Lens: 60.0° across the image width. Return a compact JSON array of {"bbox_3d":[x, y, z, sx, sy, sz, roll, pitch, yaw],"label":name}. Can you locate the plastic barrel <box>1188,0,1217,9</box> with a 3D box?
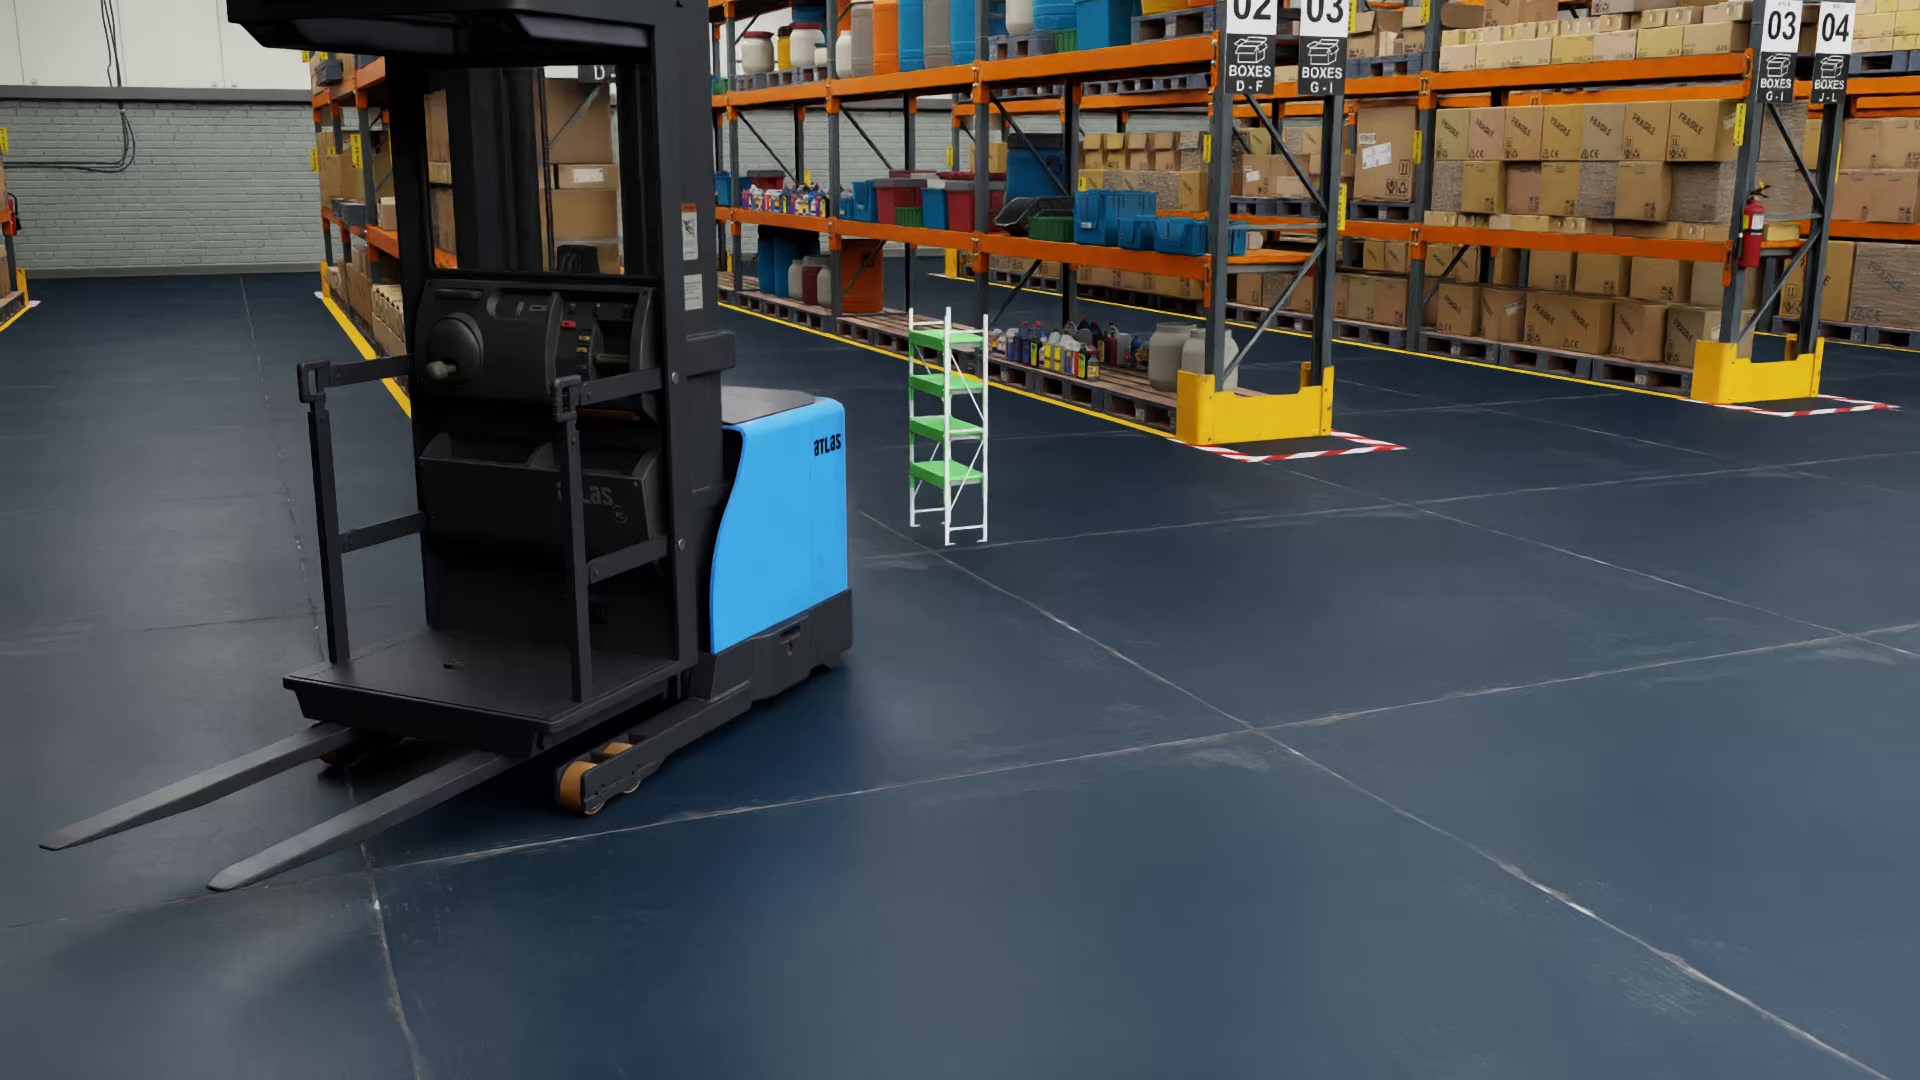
[{"bbox_3d":[1.905,-4.167,11.687,0.600,0.830,0.708,-6,14,-23],"label":"plastic barrel"}]

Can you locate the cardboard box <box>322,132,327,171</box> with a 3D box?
[{"bbox_3d":[-8.180,-5.167,22.101,0.500,0.500,0.500,-6,14,-23],"label":"cardboard box"}]

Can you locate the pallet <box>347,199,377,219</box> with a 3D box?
[{"bbox_3d":[-6.312,-3.717,18.704,1.003,0.211,1.213,-6,14,-23],"label":"pallet"}]

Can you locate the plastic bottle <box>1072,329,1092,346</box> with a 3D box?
[{"bbox_3d":[1.087,-1.752,14.851,0.152,0.276,0.135,-6,14,-23],"label":"plastic bottle"}]

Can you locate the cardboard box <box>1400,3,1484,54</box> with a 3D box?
[{"bbox_3d":[5.055,-5.299,17.301,0.797,0.503,0.637,-6,14,-26],"label":"cardboard box"}]

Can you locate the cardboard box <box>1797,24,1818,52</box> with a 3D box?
[{"bbox_3d":[6.798,-4.162,13.879,0.500,0.250,0.500,-5,14,-21],"label":"cardboard box"}]

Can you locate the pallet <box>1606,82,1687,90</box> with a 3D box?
[{"bbox_3d":[8.892,-5.741,20.788,1.003,0.211,1.213,-5,14,-20],"label":"pallet"}]

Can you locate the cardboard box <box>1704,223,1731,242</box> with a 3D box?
[{"bbox_3d":[6.451,-2.568,13.872,0.380,0.149,0.250,-6,14,-23],"label":"cardboard box"}]

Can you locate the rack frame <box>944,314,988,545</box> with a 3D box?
[{"bbox_3d":[0.031,-0.568,8.665,0.240,1.200,0.015,-6,14,-23],"label":"rack frame"}]

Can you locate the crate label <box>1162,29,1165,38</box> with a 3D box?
[{"bbox_3d":[1.769,-4.009,13.215,0.502,0.251,0.408,-6,14,-23],"label":"crate label"}]

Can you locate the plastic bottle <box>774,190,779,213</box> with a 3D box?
[{"bbox_3d":[-2.269,-4.224,20.754,0.097,0.271,0.097,0,13,0],"label":"plastic bottle"}]

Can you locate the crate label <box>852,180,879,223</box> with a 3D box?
[{"bbox_3d":[-0.838,-3.644,17.882,0.502,0.435,0.616,-6,14,-23],"label":"crate label"}]

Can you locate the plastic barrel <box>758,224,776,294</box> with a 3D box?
[{"bbox_3d":[-2.388,-3.751,22.146,0.600,0.901,0.708,-6,14,-23],"label":"plastic barrel"}]

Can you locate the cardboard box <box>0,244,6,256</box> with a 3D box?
[{"bbox_3d":[-12.680,-3.771,21.685,0.380,0.149,0.250,-6,14,-24],"label":"cardboard box"}]

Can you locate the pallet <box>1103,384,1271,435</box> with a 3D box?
[{"bbox_3d":[1.822,-1.024,12.828,1.003,0.211,1.213,-6,14,-23],"label":"pallet"}]

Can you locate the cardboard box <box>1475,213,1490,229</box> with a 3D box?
[{"bbox_3d":[5.285,-3.130,16.299,0.380,0.149,0.250,-6,14,-23],"label":"cardboard box"}]

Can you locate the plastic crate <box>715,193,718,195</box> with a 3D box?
[{"bbox_3d":[-3.564,-4.916,23.909,0.293,0.136,0.466,-6,14,-23],"label":"plastic crate"}]

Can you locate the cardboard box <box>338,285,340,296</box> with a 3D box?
[{"bbox_3d":[-7.824,-3.225,21.500,0.380,0.149,0.250,-6,14,-23],"label":"cardboard box"}]

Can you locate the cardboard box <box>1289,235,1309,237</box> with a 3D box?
[{"bbox_3d":[5.851,-5.129,28.450,0.380,0.149,0.250,-6,14,-25],"label":"cardboard box"}]

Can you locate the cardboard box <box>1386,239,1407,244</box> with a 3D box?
[{"bbox_3d":[6.802,-4.623,25.140,0.500,0.250,0.500,-5,14,-21],"label":"cardboard box"}]

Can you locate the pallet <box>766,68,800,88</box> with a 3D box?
[{"bbox_3d":[-1.730,-5.665,20.459,1.003,0.211,1.213,-6,14,-23],"label":"pallet"}]

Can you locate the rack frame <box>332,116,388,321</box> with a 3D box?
[{"bbox_3d":[-7.131,-4.236,20.519,1.000,3.000,0.127,-6,14,-23],"label":"rack frame"}]

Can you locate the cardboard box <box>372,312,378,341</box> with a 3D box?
[{"bbox_3d":[-5.588,-2.140,16.629,0.500,0.250,0.500,-6,14,-23],"label":"cardboard box"}]

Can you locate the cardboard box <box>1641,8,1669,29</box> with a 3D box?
[{"bbox_3d":[6.028,-4.423,14.124,0.380,0.149,0.250,-6,14,-23],"label":"cardboard box"}]

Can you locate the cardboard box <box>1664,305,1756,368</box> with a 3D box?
[{"bbox_3d":[6.520,-1.768,14.468,0.500,0.500,0.500,-3,13,-13],"label":"cardboard box"}]

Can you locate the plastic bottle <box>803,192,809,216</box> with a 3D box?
[{"bbox_3d":[-1.819,-3.992,19.751,0.097,0.271,0.097,0,13,0],"label":"plastic bottle"}]

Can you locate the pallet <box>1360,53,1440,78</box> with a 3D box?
[{"bbox_3d":[5.003,-4.984,17.516,1.213,0.211,1.003,-6,14,-23],"label":"pallet"}]

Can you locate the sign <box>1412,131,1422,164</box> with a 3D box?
[{"bbox_3d":[4.645,-3.990,16.890,0.100,0.325,0.005,-6,14,-23],"label":"sign"}]

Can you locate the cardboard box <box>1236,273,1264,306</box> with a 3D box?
[{"bbox_3d":[3.837,-3.163,20.453,0.700,0.500,0.500,-6,15,-26],"label":"cardboard box"}]

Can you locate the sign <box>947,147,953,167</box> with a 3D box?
[{"bbox_3d":[-0.166,-6.368,27.635,0.100,0.325,0.005,-6,14,-23],"label":"sign"}]

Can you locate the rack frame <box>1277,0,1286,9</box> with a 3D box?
[{"bbox_3d":[3.550,-7.226,20.135,1.000,3.000,0.127,-6,14,-23],"label":"rack frame"}]

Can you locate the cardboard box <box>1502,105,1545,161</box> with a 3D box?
[{"bbox_3d":[5.501,-3.835,15.690,0.500,0.500,0.500,-6,14,-23],"label":"cardboard box"}]

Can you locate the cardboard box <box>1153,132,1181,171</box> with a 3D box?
[{"bbox_3d":[3.013,-5.128,21.928,0.797,0.503,0.637,-5,14,-22],"label":"cardboard box"}]

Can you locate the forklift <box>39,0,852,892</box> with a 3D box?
[{"bbox_3d":[-1.505,-0.683,5.321,1.130,2.935,3.031,6,14,24],"label":"forklift"}]

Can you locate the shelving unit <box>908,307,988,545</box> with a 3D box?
[{"bbox_3d":[-0.066,-0.619,8.882,0.258,1.200,0.503,-6,14,-23],"label":"shelving unit"}]

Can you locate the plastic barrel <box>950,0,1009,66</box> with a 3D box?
[{"bbox_3d":[0.211,-4.821,15.282,0.600,0.901,0.708,-6,14,-23],"label":"plastic barrel"}]

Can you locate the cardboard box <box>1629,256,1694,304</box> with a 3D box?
[{"bbox_3d":[9.023,-3.332,20.674,1.050,0.750,0.750,-6,14,-23],"label":"cardboard box"}]

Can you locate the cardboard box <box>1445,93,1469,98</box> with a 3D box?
[{"bbox_3d":[7.265,-6.541,23.607,0.500,0.500,0.500,-6,14,-23],"label":"cardboard box"}]

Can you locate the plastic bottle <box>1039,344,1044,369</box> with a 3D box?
[{"bbox_3d":[0.725,-1.577,14.261,0.097,0.201,0.097,0,13,0],"label":"plastic bottle"}]

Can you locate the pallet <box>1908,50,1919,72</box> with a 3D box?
[{"bbox_3d":[10.540,-4.901,16.936,1.003,0.211,1.213,-6,14,-23],"label":"pallet"}]

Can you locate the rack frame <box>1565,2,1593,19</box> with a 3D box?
[{"bbox_3d":[8.135,-7.653,21.980,1.000,3.000,0.127,-6,14,-23],"label":"rack frame"}]

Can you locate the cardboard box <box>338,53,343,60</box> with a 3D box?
[{"bbox_3d":[-6.996,-5.888,19.633,0.600,0.600,0.600,-7,15,-28],"label":"cardboard box"}]

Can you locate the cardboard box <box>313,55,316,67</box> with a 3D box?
[{"bbox_3d":[-8.366,-6.358,22.259,0.500,0.250,0.500,-6,14,-23],"label":"cardboard box"}]

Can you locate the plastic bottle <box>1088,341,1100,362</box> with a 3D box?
[{"bbox_3d":[1.100,-1.498,13.740,0.061,0.283,0.133,-6,14,-23],"label":"plastic bottle"}]

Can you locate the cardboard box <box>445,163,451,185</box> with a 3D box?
[{"bbox_3d":[-3.372,-2.555,11.597,0.380,0.149,0.250,-6,14,-23],"label":"cardboard box"}]

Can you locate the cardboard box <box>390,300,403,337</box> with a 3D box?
[{"bbox_3d":[-4.763,-1.989,14.735,0.500,0.311,0.500,-6,14,-23],"label":"cardboard box"}]

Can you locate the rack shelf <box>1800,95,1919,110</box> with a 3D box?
[{"bbox_3d":[13.431,-5.896,22.636,1.077,0.370,4.000,-6,14,-23],"label":"rack shelf"}]

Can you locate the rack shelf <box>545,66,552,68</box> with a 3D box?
[{"bbox_3d":[-3.125,-3.281,11.335,1.077,0.370,4.000,-6,14,-23],"label":"rack shelf"}]

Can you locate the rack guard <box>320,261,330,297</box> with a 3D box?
[{"bbox_3d":[-8.702,-3.829,24.304,1.175,0.500,0.348,-6,14,-23],"label":"rack guard"}]

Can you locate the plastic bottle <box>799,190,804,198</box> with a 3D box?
[{"bbox_3d":[-1.941,-4.132,20.327,0.061,0.283,0.133,-6,14,-23],"label":"plastic bottle"}]

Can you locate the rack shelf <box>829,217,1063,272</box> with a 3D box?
[{"bbox_3d":[-0.187,-3.092,17.174,1.077,0.370,4.000,-6,14,-23],"label":"rack shelf"}]

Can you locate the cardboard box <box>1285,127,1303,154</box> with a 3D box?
[{"bbox_3d":[5.693,-6.524,27.306,0.500,0.500,0.500,-5,14,-21],"label":"cardboard box"}]

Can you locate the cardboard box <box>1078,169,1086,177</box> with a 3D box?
[{"bbox_3d":[1.903,-5.061,23.862,0.500,0.500,0.500,-6,14,-23],"label":"cardboard box"}]

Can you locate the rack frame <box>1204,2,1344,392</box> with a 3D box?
[{"bbox_3d":[2.216,-2.203,11.737,1.000,3.000,0.127,-6,14,-23],"label":"rack frame"}]

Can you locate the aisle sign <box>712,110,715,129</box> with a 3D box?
[{"bbox_3d":[-3.953,-6.817,25.905,0.394,0.787,0.004,-6,14,-23],"label":"aisle sign"}]

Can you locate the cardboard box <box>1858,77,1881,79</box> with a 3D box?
[{"bbox_3d":[13.001,-6.512,23.479,0.700,0.500,0.500,-6,14,-23],"label":"cardboard box"}]
